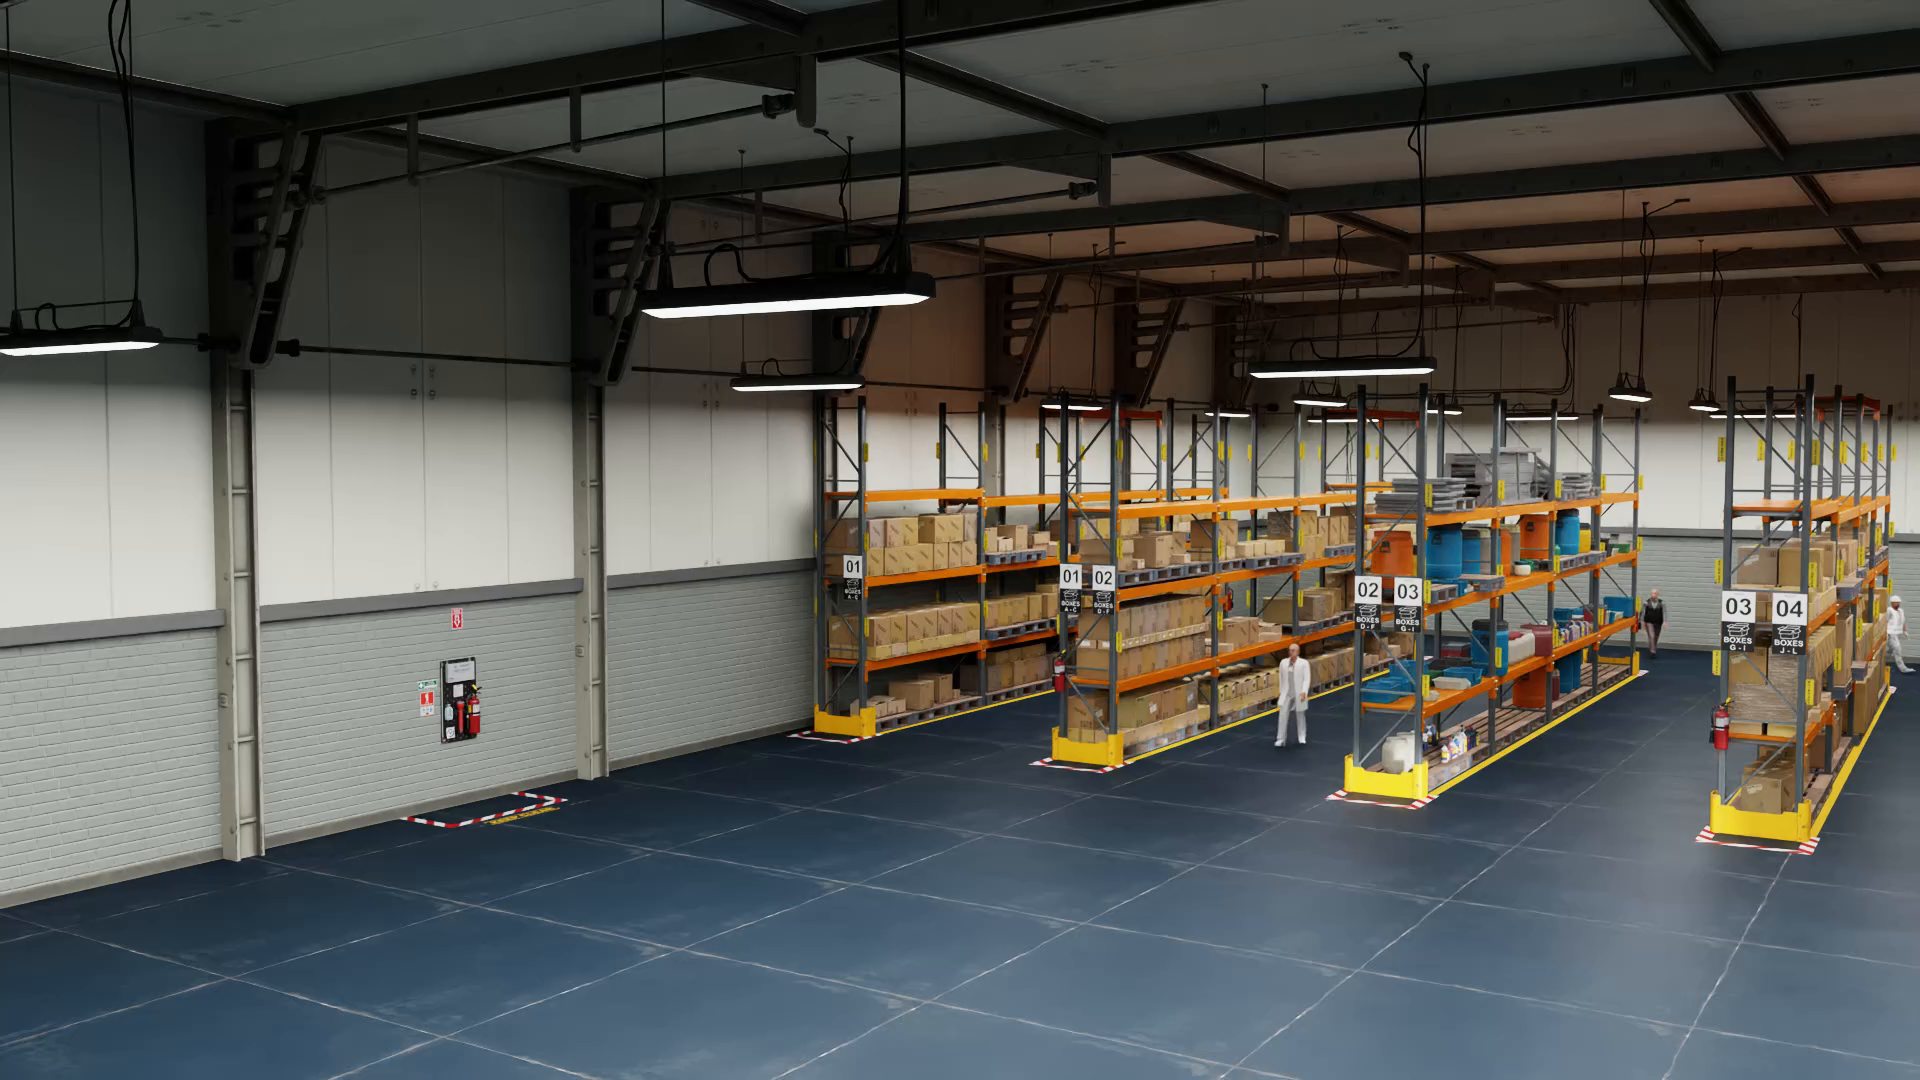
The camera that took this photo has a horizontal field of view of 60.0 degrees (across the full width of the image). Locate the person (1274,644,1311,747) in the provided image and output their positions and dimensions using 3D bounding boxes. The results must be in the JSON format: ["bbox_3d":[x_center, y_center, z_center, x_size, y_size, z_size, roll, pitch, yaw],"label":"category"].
[{"bbox_3d":[5.648,2.676,28.222,0.595,1.641,1.093,2,3,27],"label":"person"}]

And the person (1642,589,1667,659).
[{"bbox_3d":[16.921,2.028,40.516,0.519,1.665,1.107,0,3,6],"label":"person"}]

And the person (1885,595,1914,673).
[{"bbox_3d":[21.365,2.134,37.896,0.572,1.749,0.958,-2,3,-28],"label":"person"}]
